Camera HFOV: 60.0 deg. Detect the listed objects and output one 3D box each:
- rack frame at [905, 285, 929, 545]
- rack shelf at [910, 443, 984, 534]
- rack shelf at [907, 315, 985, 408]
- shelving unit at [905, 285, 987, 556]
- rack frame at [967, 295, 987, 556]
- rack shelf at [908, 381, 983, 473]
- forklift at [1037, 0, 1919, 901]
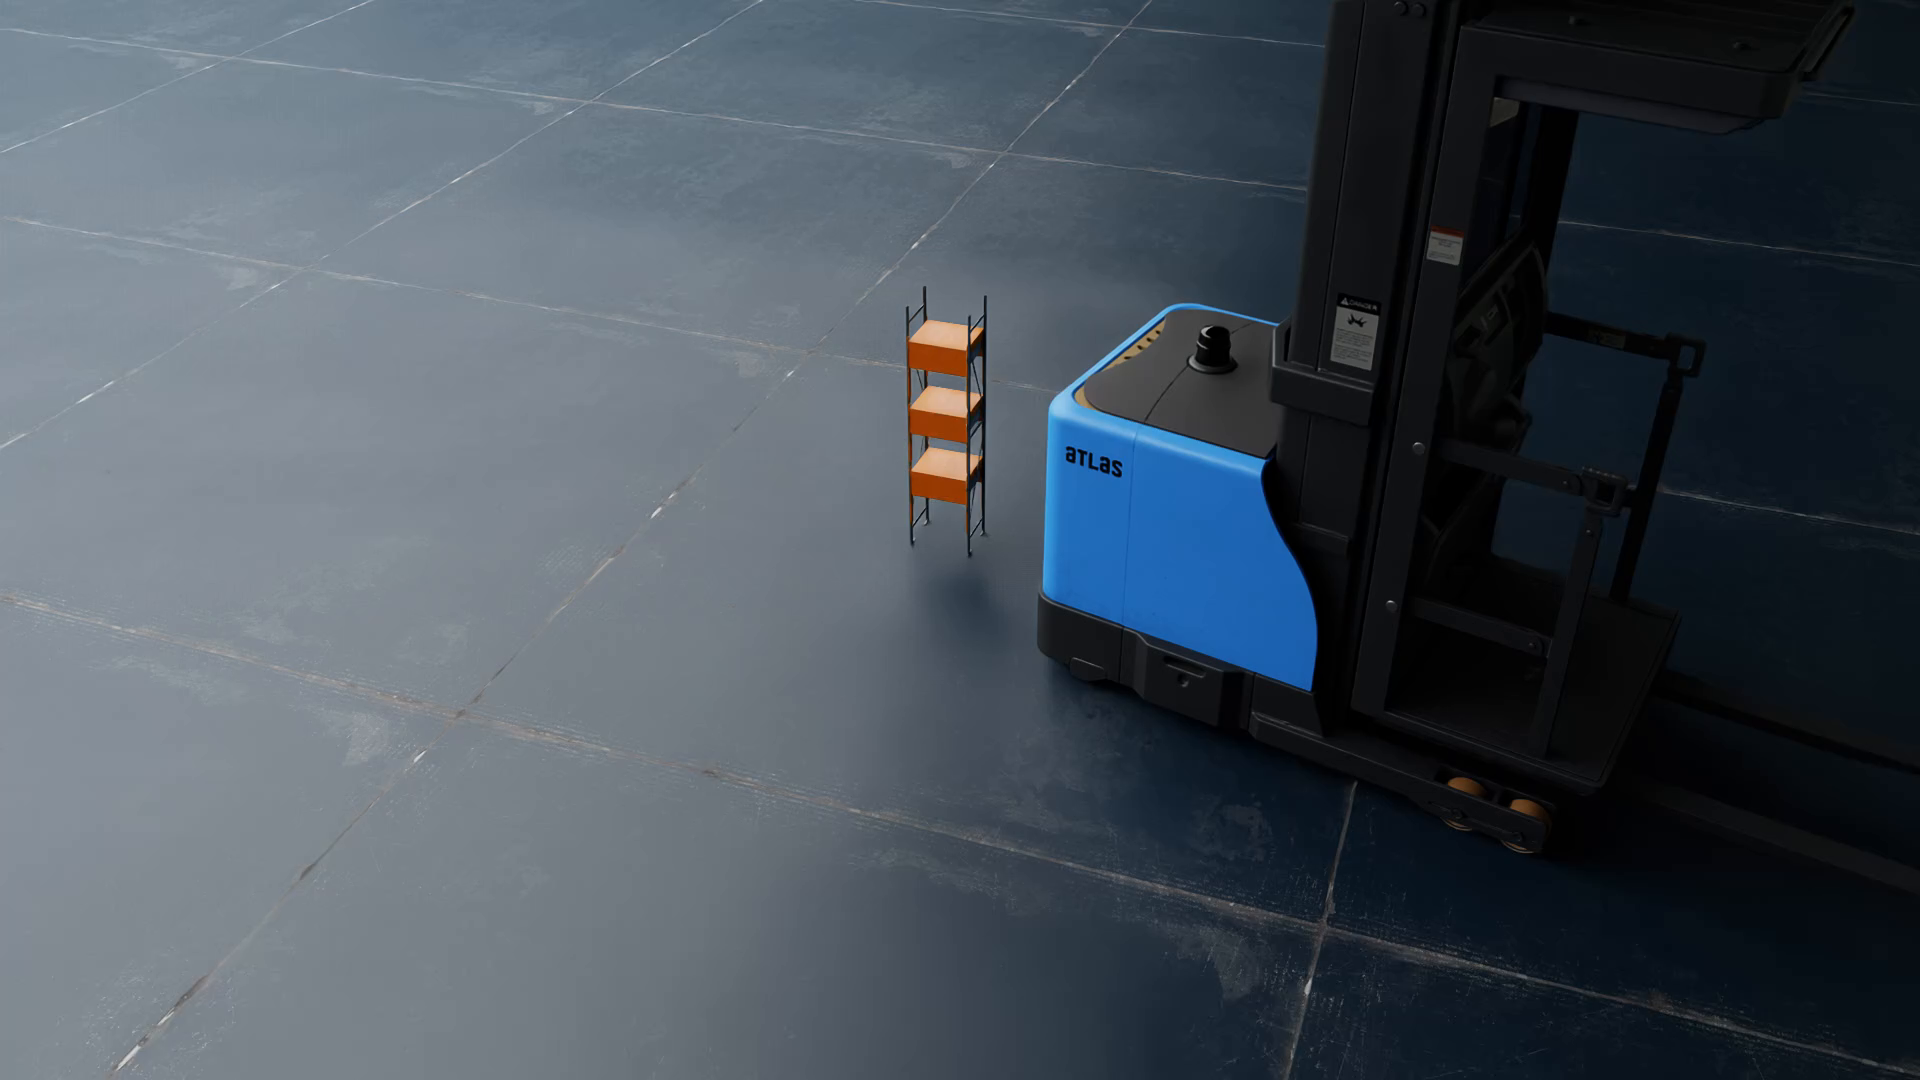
[{"bbox_3d":[-0.165,-0.473,6.515,0.008,1.050,0.200,11,34,16],"label":"rack frame"},{"bbox_3d":[-0.050,-0.208,6.637,0.240,0.259,0.215,11,34,16],"label":"rack shelf"},{"bbox_3d":[-0.050,-0.680,6.332,0.240,0.259,0.215,11,34,16],"label":"rack shelf"},{"bbox_3d":[-0.050,-0.451,6.480,0.252,1.050,0.215,11,34,16],"label":"shelving unit"},{"bbox_3d":[0.064,-0.429,6.446,0.008,1.050,0.200,11,34,16],"label":"rack frame"},{"bbox_3d":[-0.050,-0.442,6.486,0.240,0.259,0.215,11,34,16],"label":"rack shelf"},{"bbox_3d":[1.798,-0.578,4.943,3.031,2.935,1.130,19,37,27],"label":"forklift"}]
